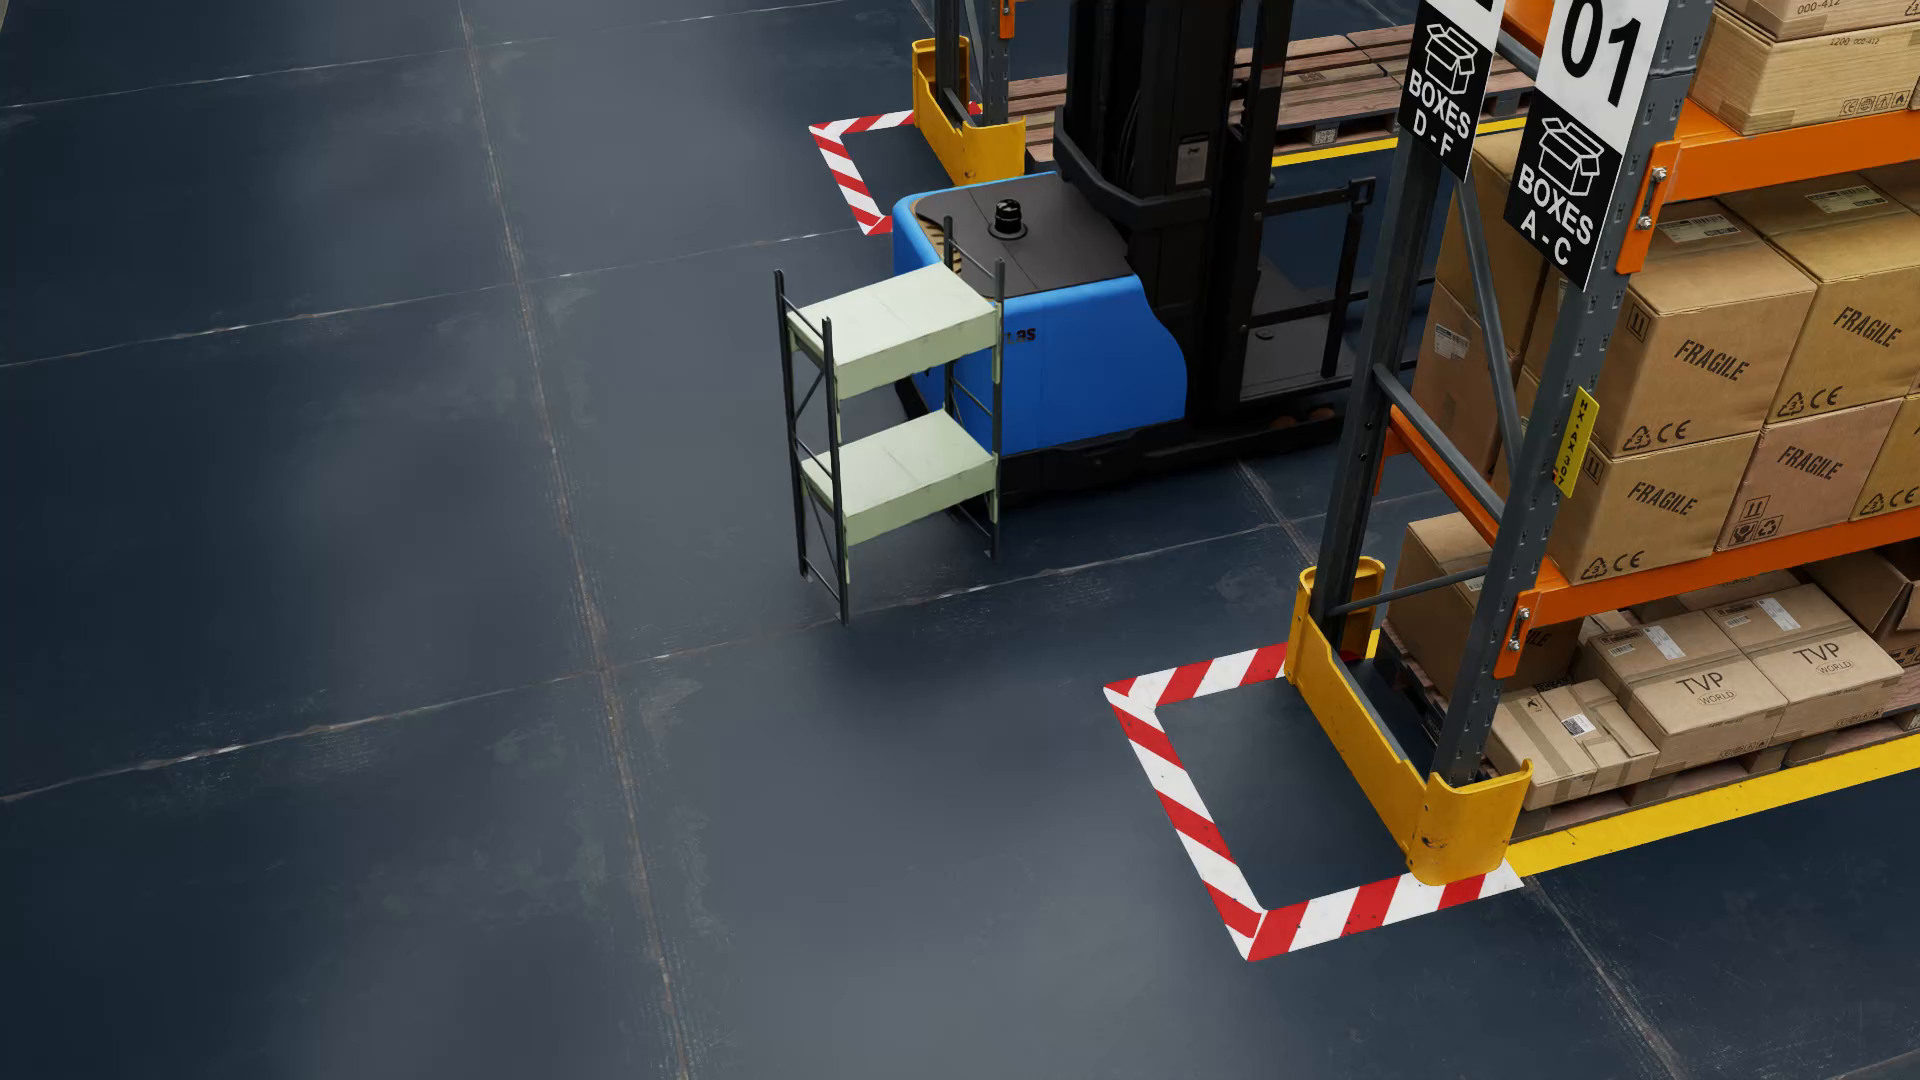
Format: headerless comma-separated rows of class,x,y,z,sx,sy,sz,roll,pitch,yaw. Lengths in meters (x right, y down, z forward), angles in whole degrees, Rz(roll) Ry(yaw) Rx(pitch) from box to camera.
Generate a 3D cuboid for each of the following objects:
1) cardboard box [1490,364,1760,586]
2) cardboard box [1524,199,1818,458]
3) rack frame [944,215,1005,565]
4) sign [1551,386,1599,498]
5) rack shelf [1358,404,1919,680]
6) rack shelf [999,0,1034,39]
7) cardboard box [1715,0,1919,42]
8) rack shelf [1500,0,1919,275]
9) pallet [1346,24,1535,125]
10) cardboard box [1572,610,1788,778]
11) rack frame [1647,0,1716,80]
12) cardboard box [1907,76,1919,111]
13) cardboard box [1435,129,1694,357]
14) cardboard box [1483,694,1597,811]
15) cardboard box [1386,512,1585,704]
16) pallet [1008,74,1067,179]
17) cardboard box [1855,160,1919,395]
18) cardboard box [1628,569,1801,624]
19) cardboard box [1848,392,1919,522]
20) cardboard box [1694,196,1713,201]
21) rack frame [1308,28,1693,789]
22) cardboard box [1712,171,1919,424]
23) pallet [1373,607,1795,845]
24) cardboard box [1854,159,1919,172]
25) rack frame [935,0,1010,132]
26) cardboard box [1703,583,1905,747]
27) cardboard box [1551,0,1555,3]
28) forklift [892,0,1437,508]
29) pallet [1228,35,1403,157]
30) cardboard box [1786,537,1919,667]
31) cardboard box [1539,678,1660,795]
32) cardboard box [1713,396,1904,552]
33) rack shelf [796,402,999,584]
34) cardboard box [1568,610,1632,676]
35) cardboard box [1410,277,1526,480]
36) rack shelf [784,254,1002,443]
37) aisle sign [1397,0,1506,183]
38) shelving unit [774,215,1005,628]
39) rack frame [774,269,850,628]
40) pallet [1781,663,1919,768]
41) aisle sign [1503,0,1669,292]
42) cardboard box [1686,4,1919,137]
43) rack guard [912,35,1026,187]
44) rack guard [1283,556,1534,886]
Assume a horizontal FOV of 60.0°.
cardboard box,2.046,-0.245,5.175,0.500,0.500,0.500,-11,42,-12
cardboard box,2.046,-0.622,4.846,0.500,0.500,0.500,-10,42,-12
rack frame,0.052,-0.574,6.767,0.023,1.500,0.400,-22,46,-24
sign,1.706,-0.271,4.622,0.005,0.325,0.100,-12,42,-13
rack shelf,3.451,-0.409,5.986,4.000,0.370,1.077,-12,42,-13
rack shelf,1.966,-3.519,9.544,4.000,0.370,1.077,-12,42,-13
cardboard box,2.111,-1.485,4.124,0.500,0.250,0.500,-12,42,-13
rack shelf,3.451,-1.539,4.999,4.000,0.370,1.077,-12,42,-13
pallet,3.184,-2.965,10.483,1.213,0.211,1.003,-12,42,-13
cardboard box,2.624,0.556,6.089,0.500,0.250,0.500,-12,42,-13
rack frame,1.543,-2.544,3.323,0.127,3.000,1.000,-12,42,-13
cardboard box,2.590,-1.391,4.396,0.500,0.250,0.500,-12,42,-13
cardboard box,1.885,-0.960,5.233,0.500,0.500,0.500,-12,43,-13
cardboard box,2.046,0.756,5.938,0.250,0.149,0.380,-12,42,-13
cardboard box,1.988,0.229,6.274,0.500,0.500,0.500,-12,42,-13
pallet,0.857,-2.483,9.931,1.213,0.211,1.003,-12,42,-13
cardboard box,3.021,-0.825,5.079,0.500,0.500,0.500,-11,42,-12
cardboard box,2.903,0.154,6.550,0.500,0.250,0.500,-12,42,-13
cardboard box,3.016,-0.448,5.407,0.500,0.500,0.500,-12,43,-13
cardboard box,2.367,-1.060,5.348,0.500,0.500,0.500,-11,42,-12
rack frame,1.543,-0.285,5.296,0.127,3.000,1.000,-12,42,-13
cardboard box,2.542,-0.730,4.969,0.500,0.500,0.500,-11,42,-13
pallet,2.376,0.592,6.412,1.213,0.211,1.003,-12,42,-13
cardboard box,2.860,-1.166,5.468,0.500,0.500,0.500,-11,42,-12
rack frame,0.059,-3.394,8.855,0.127,3.000,1.000,-12,42,-13
cardboard box,3.101,0.458,6.202,0.500,0.250,0.500,-12,42,-13
cardboard box,1.954,-1.625,4.665,0.500,0.250,0.500,-12,42,-13
forklift,1.260,-1.829,7.115,3.031,2.935,1.130,-13,43,-14
pallet,2.019,-2.722,10.205,1.213,0.211,1.003,-12,42,-13
cardboard box,3.568,0.073,6.449,0.637,0.503,0.797,-12,42,-13
cardboard box,2.284,0.700,5.988,0.250,0.166,0.380,-12,42,-13
cardboard box,2.536,-0.350,5.295,0.500,0.500,0.500,-12,43,-13
rack shelf,-0.259,-0.201,6.835,0.720,0.370,0.431,-22,46,-24
cardboard box,2.401,0.331,6.411,0.250,0.166,0.380,-12,42,-13
cardboard box,1.889,-0.582,5.560,0.500,0.500,0.500,-10,42,-12
rack shelf,-0.259,-0.740,6.364,0.720,0.370,0.431,-22,46,-24
aisle sign,1.386,-1.443,4.646,0.004,0.787,0.394,-12,42,-13
shelving unit,-0.259,-0.446,6.621,0.755,1.500,0.431,-22,46,-24
rack frame,-0.569,-0.318,6.475,0.023,1.500,0.400,-22,46,-24
pallet,3.537,0.353,6.685,1.213,0.211,1.003,-12,42,-13
aisle sign,1.566,-1.066,4.215,0.004,0.787,0.394,-12,42,-13
cardboard box,2.110,-1.300,4.293,0.500,0.250,0.500,-12,42,-13
rack guard,0.040,-2.440,9.663,0.348,0.500,1.175,-12,42,-13
rack guard,1.616,0.641,6.136,0.348,0.500,1.175,-12,42,-13
